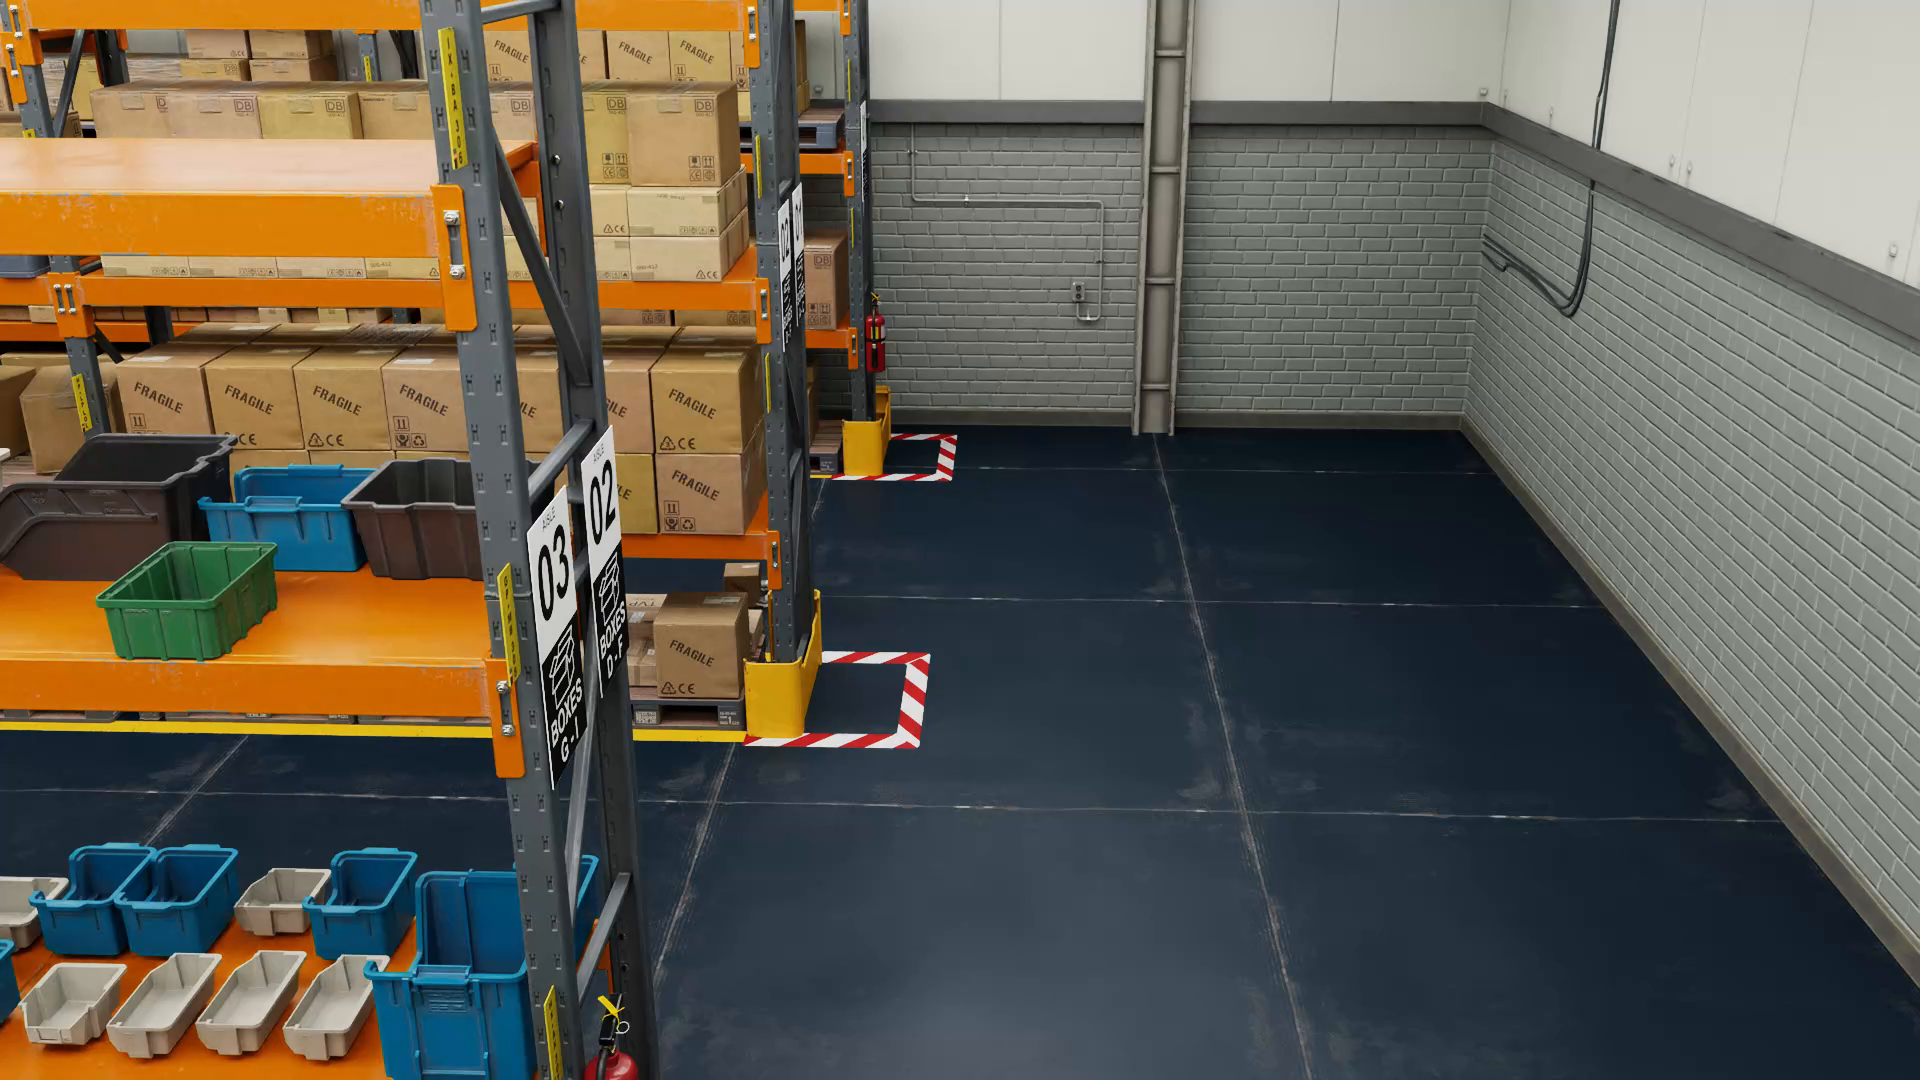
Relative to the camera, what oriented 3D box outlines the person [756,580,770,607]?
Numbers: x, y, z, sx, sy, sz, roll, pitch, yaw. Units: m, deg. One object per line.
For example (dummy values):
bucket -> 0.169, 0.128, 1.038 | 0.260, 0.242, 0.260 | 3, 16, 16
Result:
person -> -1.352, -0.310, 11.903 | 0.350, 1.592, 0.474 | -1, 21, -3
